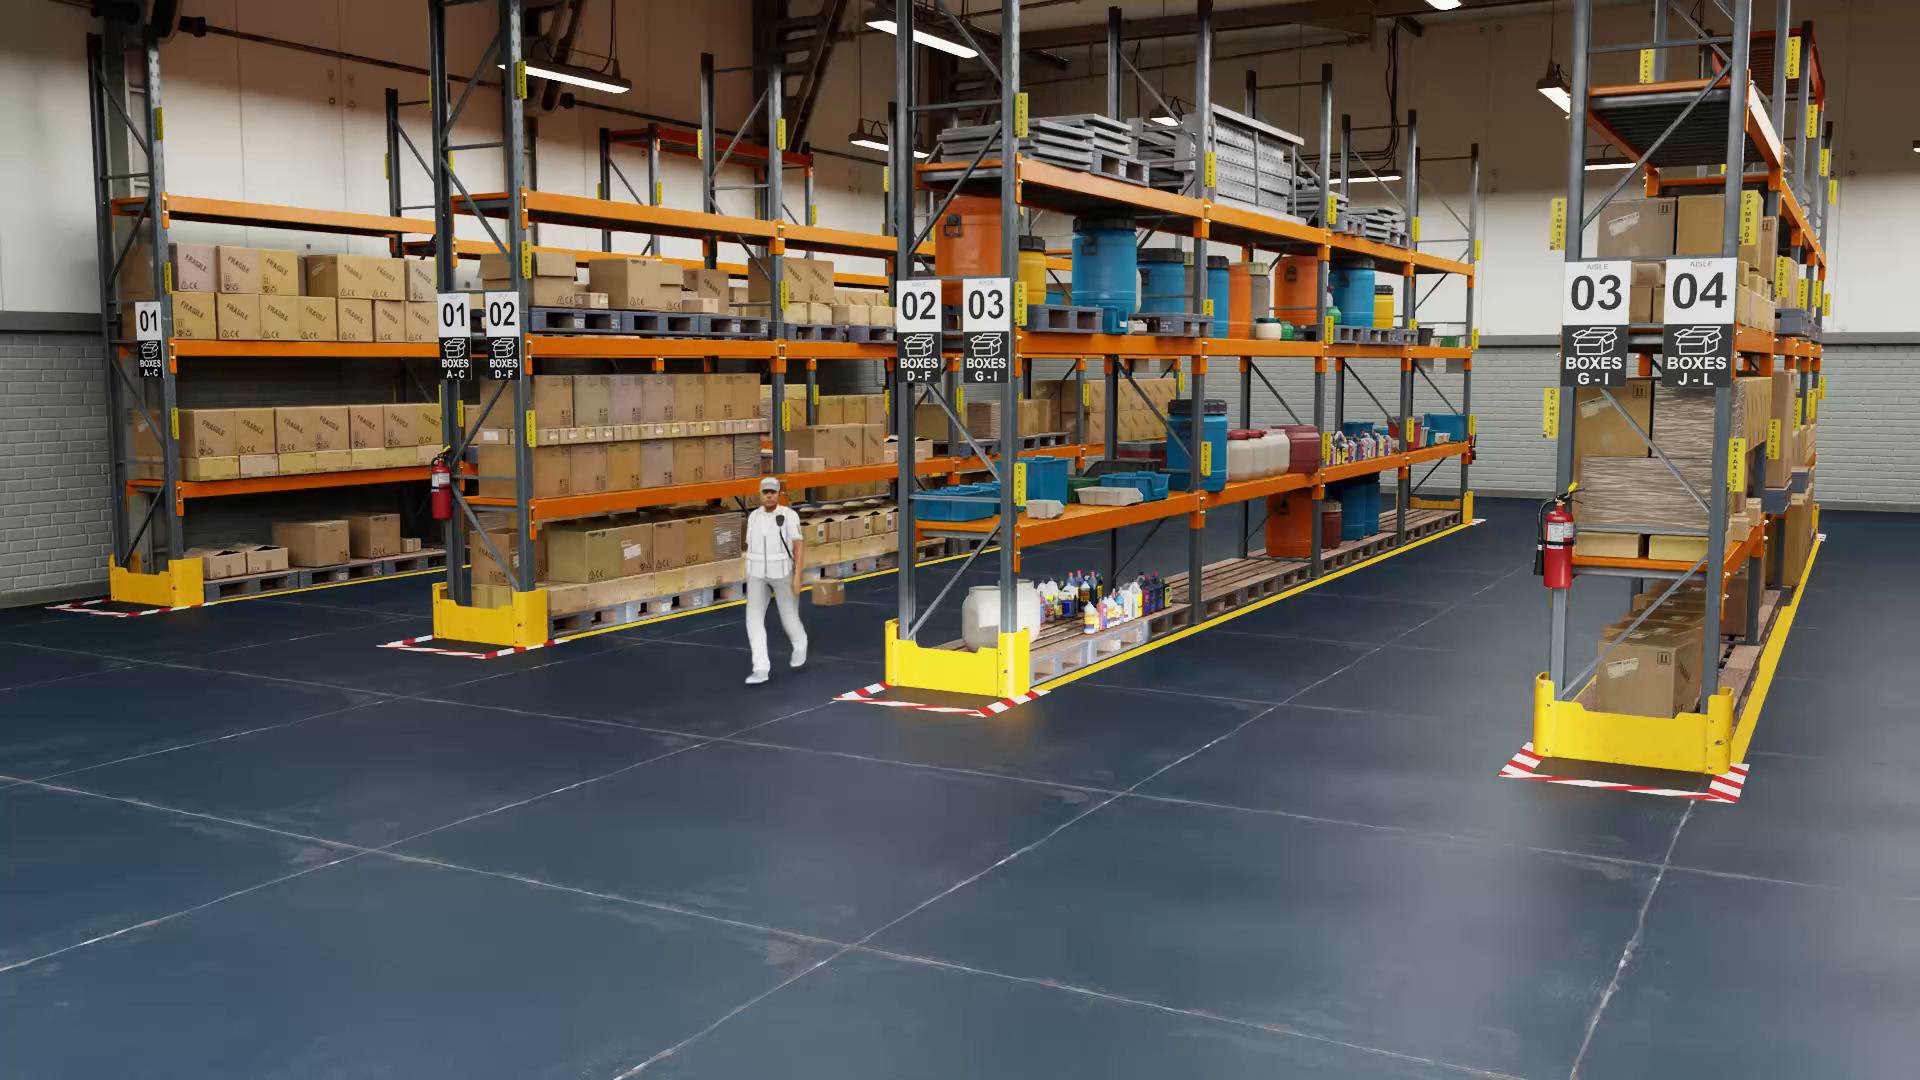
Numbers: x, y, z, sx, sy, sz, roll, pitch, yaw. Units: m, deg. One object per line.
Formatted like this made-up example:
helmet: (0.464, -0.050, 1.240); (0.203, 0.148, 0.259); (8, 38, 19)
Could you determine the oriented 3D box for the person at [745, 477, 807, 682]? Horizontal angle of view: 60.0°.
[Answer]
person: (-1.492, 0.300, 13.460); (0.490, 1.626, 0.869); (1, 6, 10)
